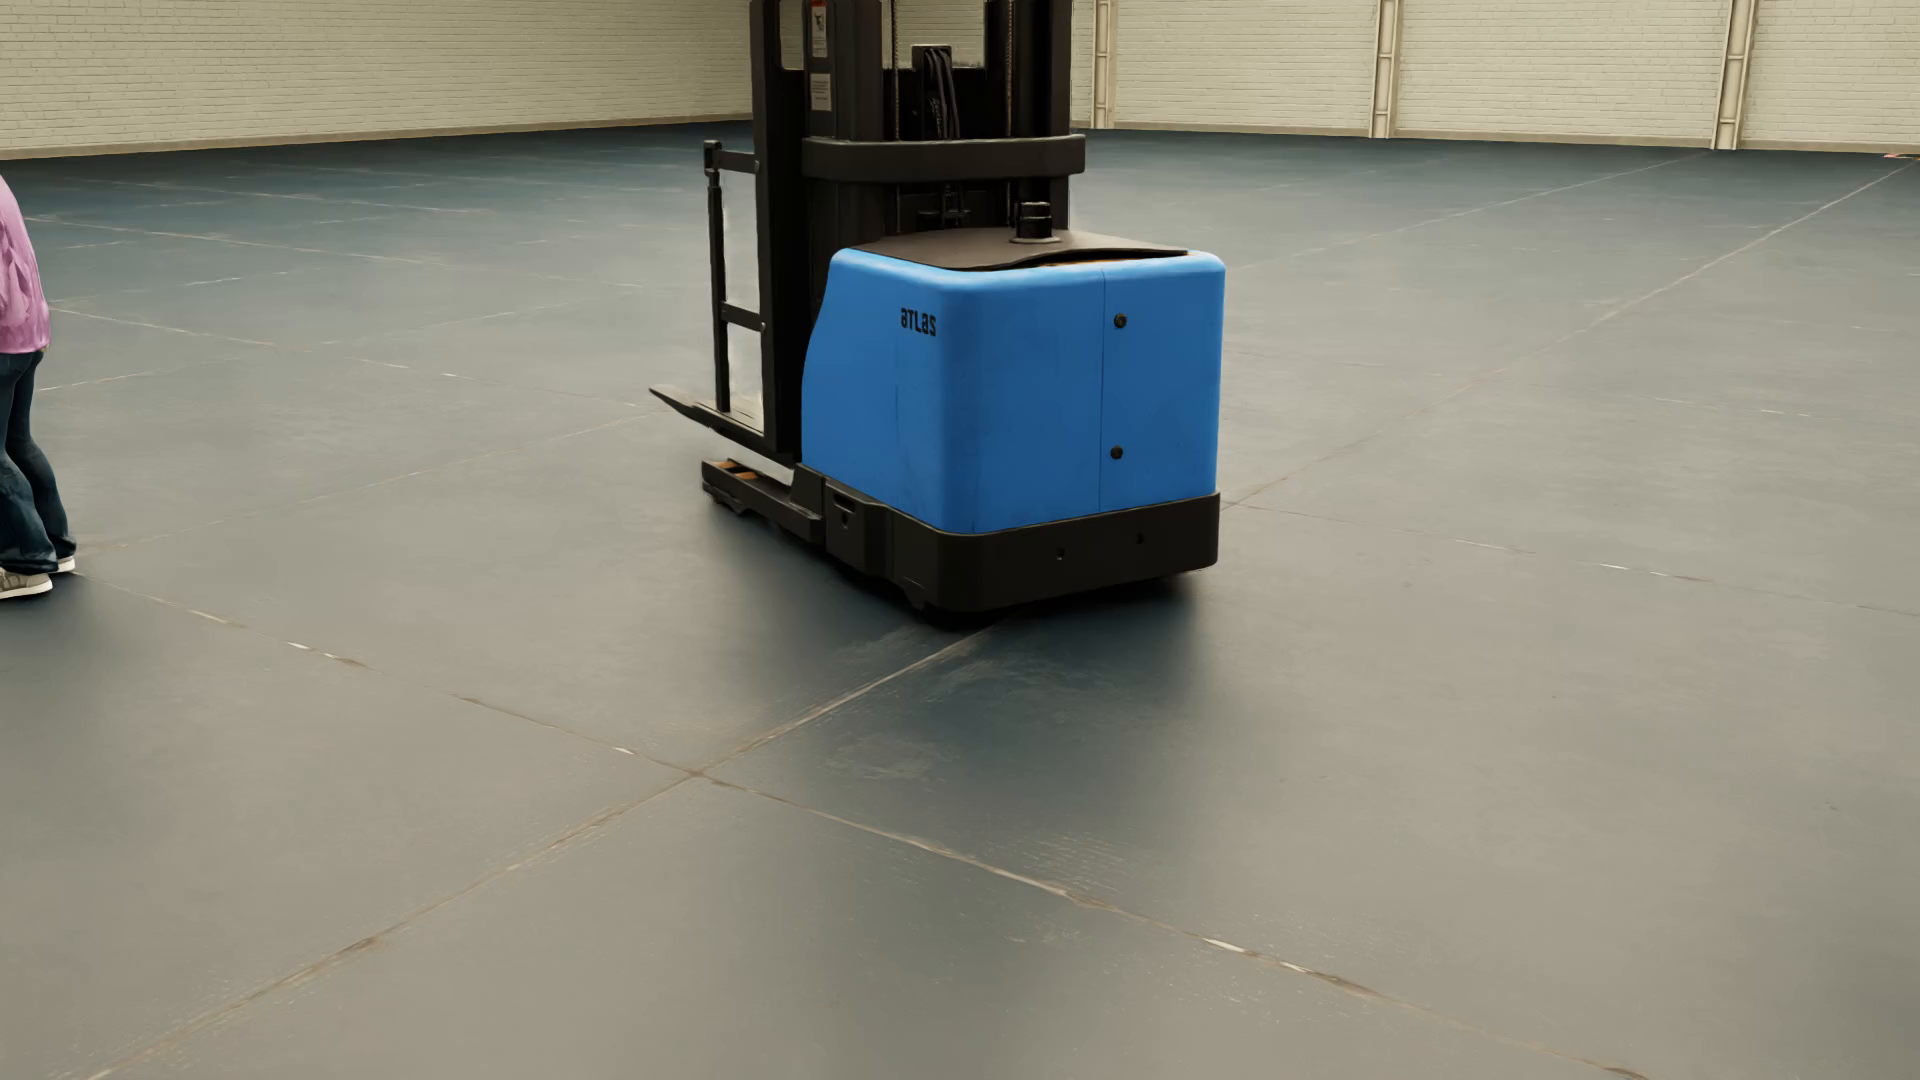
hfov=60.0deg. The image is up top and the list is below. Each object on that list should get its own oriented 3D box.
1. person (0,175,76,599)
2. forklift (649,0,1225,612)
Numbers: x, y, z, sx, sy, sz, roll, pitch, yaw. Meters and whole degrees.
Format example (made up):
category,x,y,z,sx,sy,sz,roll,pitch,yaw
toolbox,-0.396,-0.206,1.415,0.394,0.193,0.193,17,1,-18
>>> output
category,x,y,z,sx,sy,sz,roll,pitch,yaw
person,-3.041,-0.608,5.204,0.346,1.592,0.480,-3,17,-11
forklift,-0.339,-1.556,6.037,1.130,2.935,3.031,-10,19,-29
